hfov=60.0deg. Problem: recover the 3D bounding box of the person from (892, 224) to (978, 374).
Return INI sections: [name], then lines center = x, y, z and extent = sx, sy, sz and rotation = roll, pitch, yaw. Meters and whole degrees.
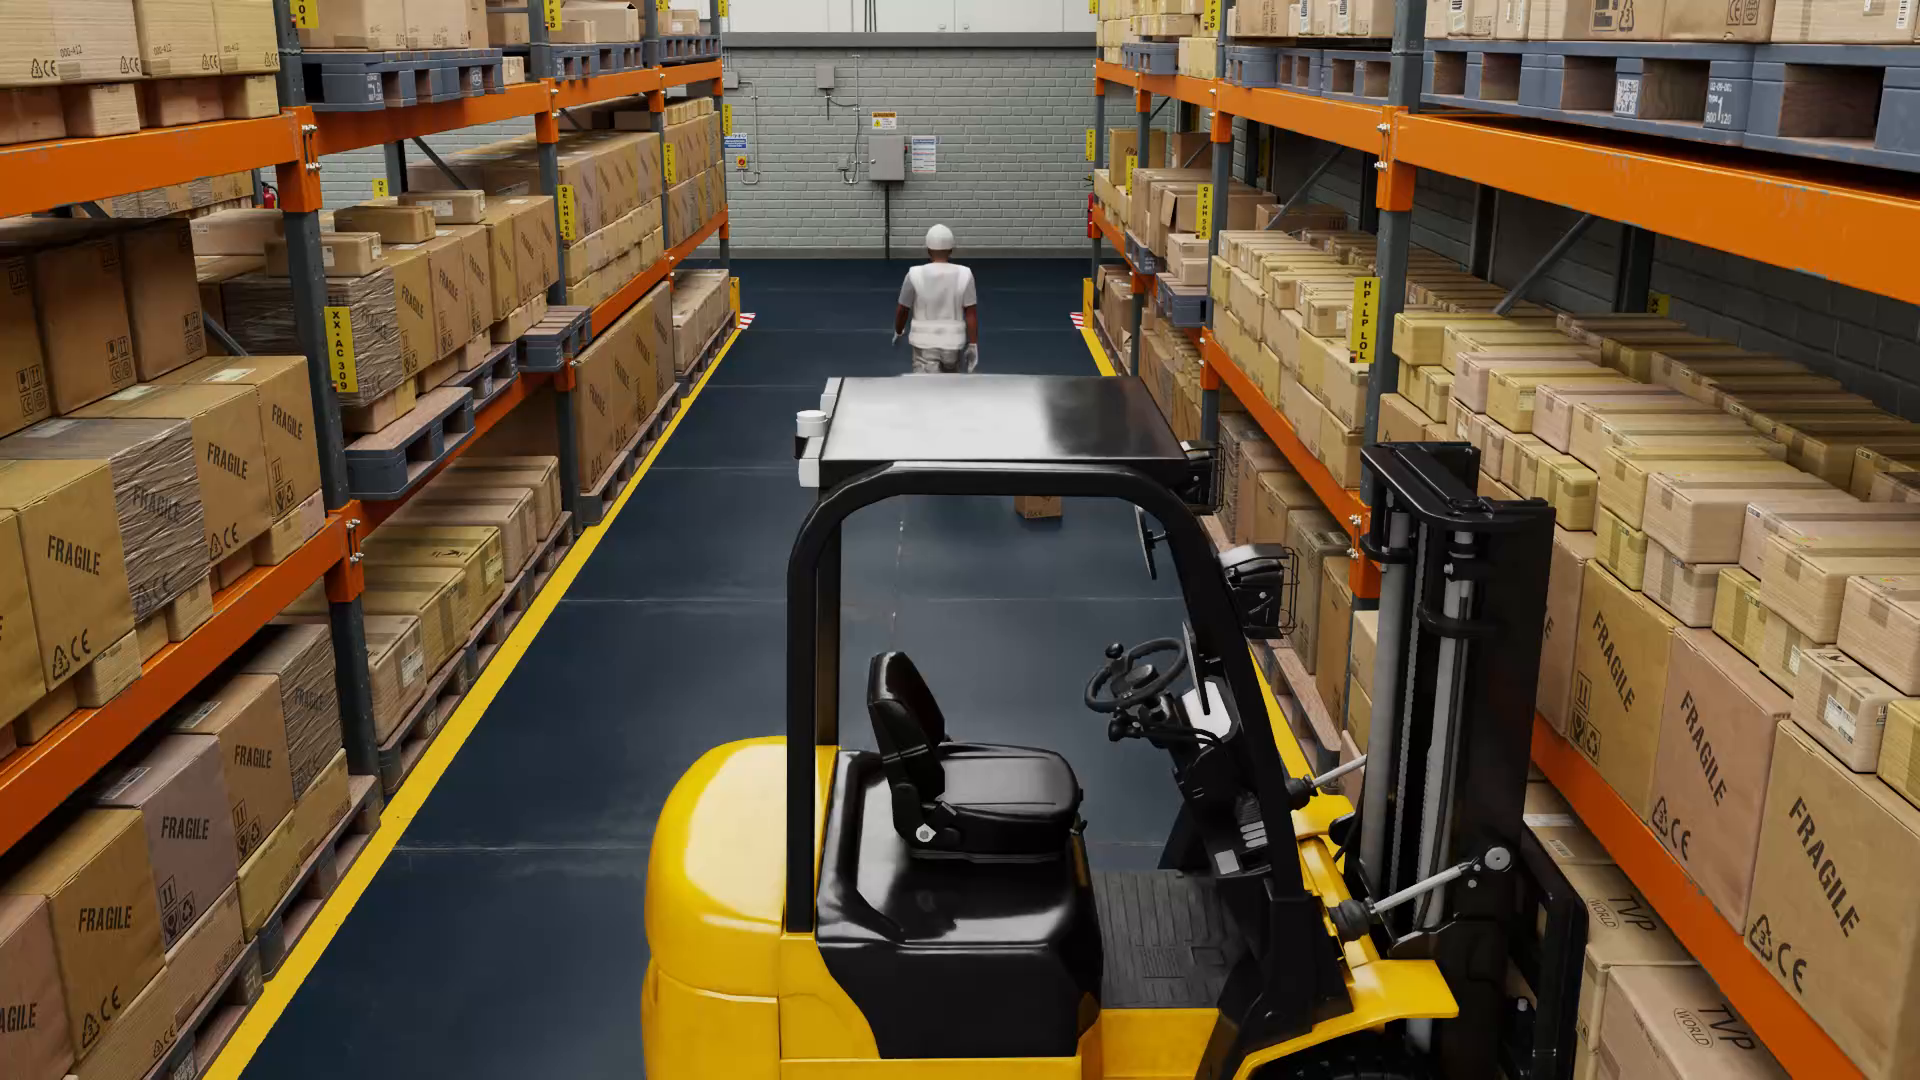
[person]
center = -0.186, -1.463, 12.305
extent = 0.559, 1.736, 1.067
rotation = -4, 17, -14
